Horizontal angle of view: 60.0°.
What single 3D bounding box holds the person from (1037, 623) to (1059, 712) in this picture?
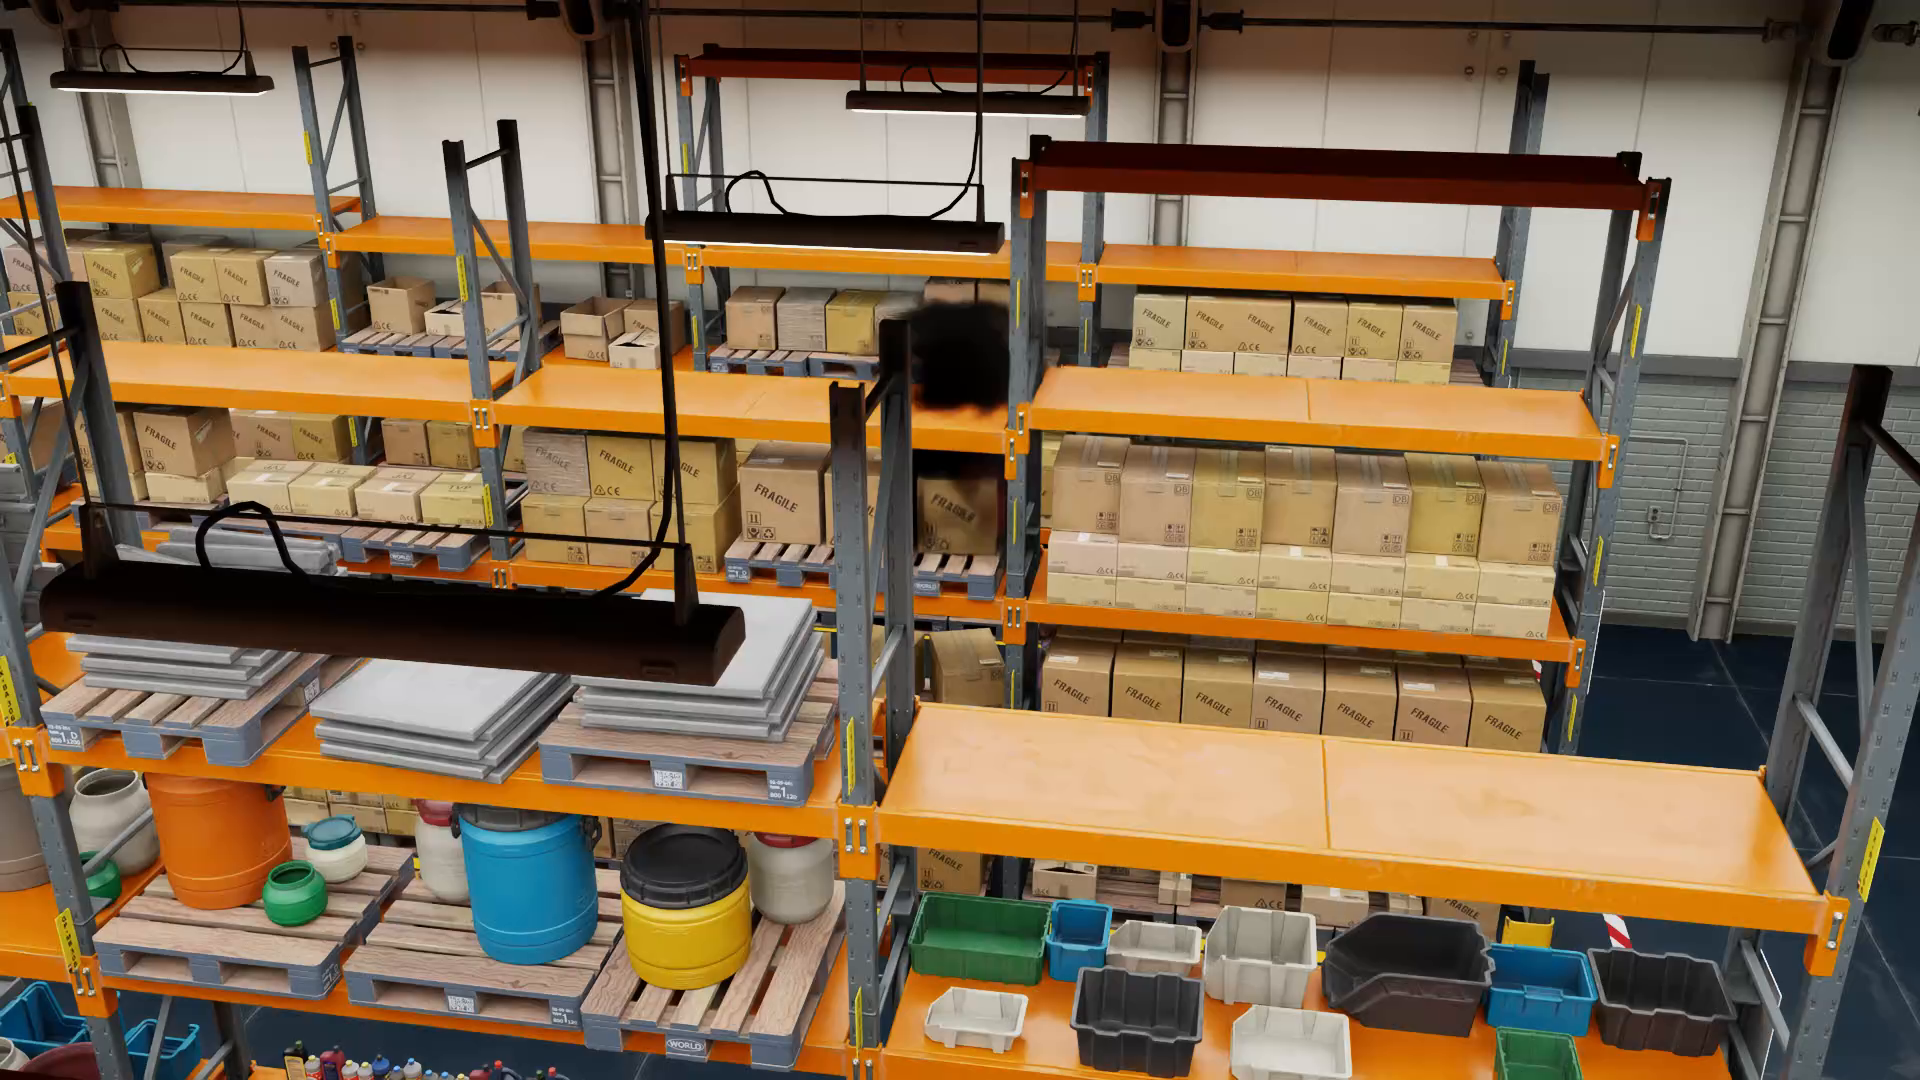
[{"bbox_3d":[0.925,1.430,14.982,0.733,1.594,0.541,6,24,13],"label":"person"}]
